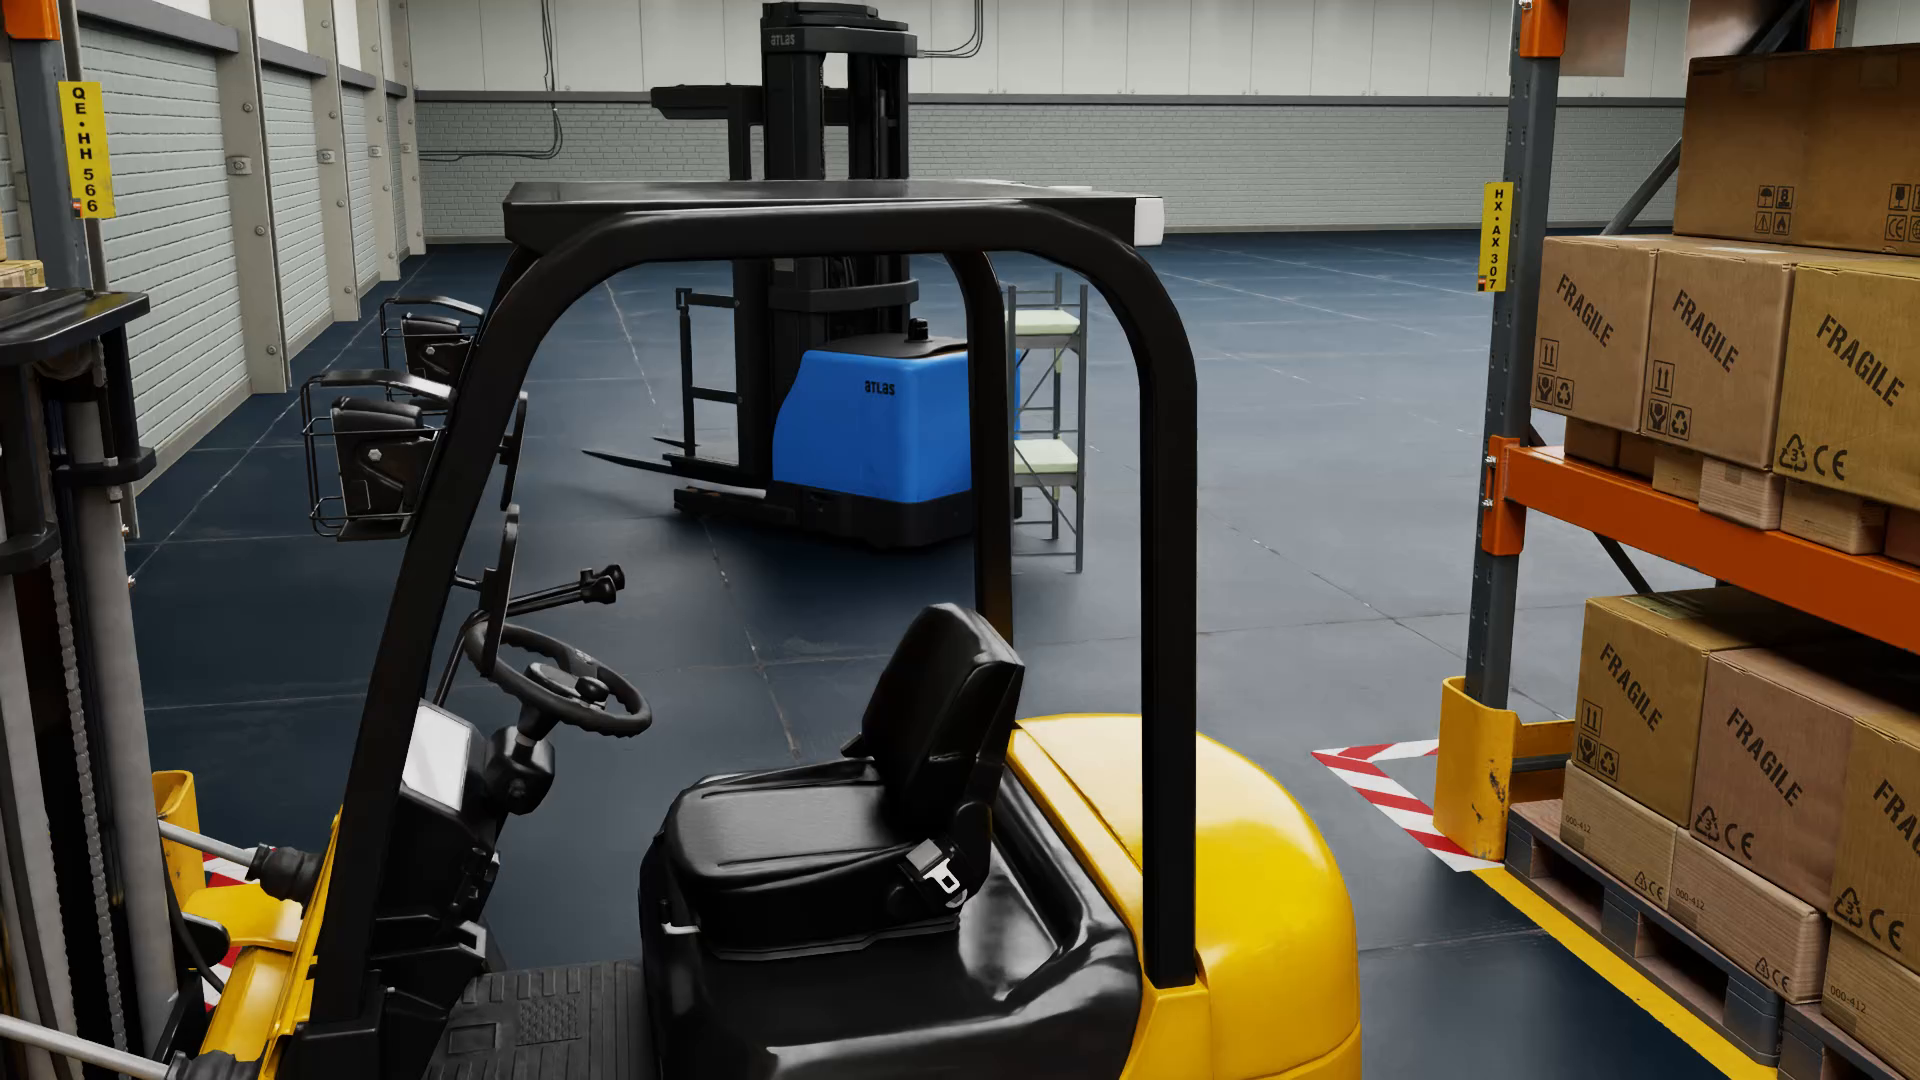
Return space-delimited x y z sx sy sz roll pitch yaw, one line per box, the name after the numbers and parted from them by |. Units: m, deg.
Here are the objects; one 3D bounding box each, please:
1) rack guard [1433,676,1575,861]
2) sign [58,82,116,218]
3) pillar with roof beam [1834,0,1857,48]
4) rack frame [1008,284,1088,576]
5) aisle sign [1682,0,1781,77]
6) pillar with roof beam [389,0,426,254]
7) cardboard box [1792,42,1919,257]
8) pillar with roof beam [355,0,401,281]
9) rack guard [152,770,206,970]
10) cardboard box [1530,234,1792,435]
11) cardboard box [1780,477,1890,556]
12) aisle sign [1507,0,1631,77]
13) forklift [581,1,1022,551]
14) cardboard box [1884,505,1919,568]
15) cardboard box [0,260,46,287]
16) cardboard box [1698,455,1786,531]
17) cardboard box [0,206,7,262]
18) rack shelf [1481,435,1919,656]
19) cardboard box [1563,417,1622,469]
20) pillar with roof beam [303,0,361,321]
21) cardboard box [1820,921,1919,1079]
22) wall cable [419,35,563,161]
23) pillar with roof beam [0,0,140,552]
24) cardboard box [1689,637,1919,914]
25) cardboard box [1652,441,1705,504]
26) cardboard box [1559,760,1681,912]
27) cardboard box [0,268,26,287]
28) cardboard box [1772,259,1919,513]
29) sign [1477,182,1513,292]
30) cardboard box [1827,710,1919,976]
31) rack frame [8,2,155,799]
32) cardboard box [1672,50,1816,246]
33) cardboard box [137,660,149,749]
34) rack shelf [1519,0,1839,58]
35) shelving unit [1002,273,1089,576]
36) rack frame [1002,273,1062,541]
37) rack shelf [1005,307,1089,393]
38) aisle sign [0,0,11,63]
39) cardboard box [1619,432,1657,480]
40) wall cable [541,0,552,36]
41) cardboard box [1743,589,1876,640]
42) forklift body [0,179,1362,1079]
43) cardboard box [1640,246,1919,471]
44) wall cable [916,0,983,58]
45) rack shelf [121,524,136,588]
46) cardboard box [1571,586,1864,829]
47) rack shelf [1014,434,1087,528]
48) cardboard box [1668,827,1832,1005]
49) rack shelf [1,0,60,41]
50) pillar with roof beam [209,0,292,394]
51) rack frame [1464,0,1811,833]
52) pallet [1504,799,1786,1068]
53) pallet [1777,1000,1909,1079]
2.170 0.705 5.490 1.175 0.500 0.348 -3 14 -13 | rack guard
-2.141 -0.954 4.074 0.100 0.325 0.005 -3 14 -13 | sign
16.004 -11.390 37.086 9.100 9.000 0.400 -3 14 -13 | pillar with roof beam
0.443 -0.550 8.519 0.400 1.500 0.023 -2 14 -6 | rack frame
2.419 -1.821 5.081 0.394 0.787 0.004 -3 14 -13 | aisle sign
-6.246 -10.114 31.864 9.100 9.000 0.400 -3 14 -13 | pillar with roof beam
2.596 -0.983 4.187 0.700 0.500 0.500 -3 14 -13 | cardboard box
-4.836 -8.730 26.198 9.100 9.000 0.400 -3 14 -13 | pillar with roof beam
-2.678 0.959 4.448 1.175 0.500 0.348 -3 14 -13 | rack guard
1.994 -0.596 4.707 0.500 0.500 0.500 -4 14 -14 | cardboard box
2.196 -0.073 3.936 0.380 0.149 0.250 -3 14 -12 | cardboard box
1.836 -1.787 4.944 0.394 0.787 0.004 -3 14 -13 | aisle sign
-1.099 -1.629 9.917 3.031 2.935 1.130 11 17 38 | forklift
2.316 -0.016 3.700 0.380 0.149 0.250 -3 14 -11 | cardboard box
-2.318 -0.549 3.776 0.380 0.149 0.250 -3 14 -12 | cardboard box
2.102 -0.131 4.172 0.380 0.149 0.250 -3 14 -12 | cardboard box
-2.383 -0.687 3.714 0.380 0.149 0.250 -3 14 -13 | cardboard box
2.622 0.284 3.462 1.077 0.370 4.000 -3 14 -13 | rack shelf
2.031 -0.315 4.927 0.380 0.149 0.250 -3 14 -13 | cardboard box
-3.427 -7.346 20.532 9.100 9.000 0.400 -3 14 -13 | pillar with roof beam
2.326 1.049 3.720 0.500 0.250 0.500 -2 14 -9 | cardboard box
-9.837 -9.119 34.333 3.097 2.526 0.112 -3 14 -13 | wall cable
-0.609 -4.577 9.201 9.100 9.000 0.400 -3 14 -13 | pillar with roof beam
2.206 0.568 4.112 0.500 0.500 0.500 -4 14 -15 | cardboard box
2.087 -0.192 4.422 0.380 0.149 0.250 -4 14 -15 | cardboard box
2.073 0.806 4.716 0.500 0.250 0.500 -3 14 -14 | cardboard box
-2.229 -0.492 3.542 0.380 0.149 0.250 -3 14 -12 | cardboard box
2.239 -0.359 3.738 0.500 0.500 0.500 -4 14 -14 | cardboard box
1.625 -0.917 5.038 0.100 0.325 0.005 -3 14 -13 | sign
2.316 0.684 3.637 0.500 0.500 0.500 -3 14 -12 | cardboard box
-2.672 -0.250 4.129 1.000 3.000 0.127 -3 14 -13 | rack frame
2.484 -1.100 4.666 0.700 0.500 0.500 -4 14 -15 | cardboard box
-2.261 0.485 3.923 0.500 0.250 0.500 -3 14 -11 | cardboard box
2.622 -1.174 3.106 1.077 0.370 4.000 -3 14 -13 | rack shelf
0.400 -0.636 8.872 0.431 1.500 0.755 -2 14 -6 | shelving unit
0.358 -0.723 9.225 0.400 1.500 0.023 -2 14 -6 | rack frame
0.400 -1.016 8.779 0.431 0.370 0.720 -2 14 -6 | rack shelf
-2.402 -1.544 3.949 0.394 0.787 0.004 -3 14 -13 | aisle sign
2.104 -0.258 4.691 0.380 0.149 0.250 -3 14 -12 | cardboard box
-7.207 -11.723 34.351 3.097 2.526 0.112 -3 14 -13 | wall cable
2.594 0.411 4.755 0.500 0.500 0.500 -3 14 -13 | cardboard box
-0.453 0.498 2.855 2.313 2.155 1.214 -3 14 -13 | forklift body
2.118 -0.476 4.219 0.500 0.500 0.500 -3 14 -11 | cardboard box
-0.605 -12.805 35.712 2.305 6.003 0.169 -3 14 -13 | wall cable
-2.202 0.561 2.326 1.077 0.370 4.000 -3 14 -13 | rack shelf
2.079 0.447 4.605 0.500 0.500 0.500 -4 14 -15 | cardboard box
0.400 -0.320 8.949 0.431 0.370 0.720 -2 14 -6 | rack shelf
2.185 0.924 4.233 0.500 0.250 0.500 -3 14 -11 | cardboard box
-2.202 -0.896 1.970 1.077 0.370 4.000 -3 14 -13 | rack shelf
-2.018 -5.961 14.867 9.100 9.000 0.400 -3 14 -13 | pillar with roof beam
2.152 -0.527 5.265 1.000 3.000 0.127 -3 14 -13 | rack frame
2.326 1.034 4.749 1.003 0.211 1.213 -3 14 -13 | pallet
2.609 1.315 3.599 1.003 0.211 1.213 -3 14 -13 | pallet
